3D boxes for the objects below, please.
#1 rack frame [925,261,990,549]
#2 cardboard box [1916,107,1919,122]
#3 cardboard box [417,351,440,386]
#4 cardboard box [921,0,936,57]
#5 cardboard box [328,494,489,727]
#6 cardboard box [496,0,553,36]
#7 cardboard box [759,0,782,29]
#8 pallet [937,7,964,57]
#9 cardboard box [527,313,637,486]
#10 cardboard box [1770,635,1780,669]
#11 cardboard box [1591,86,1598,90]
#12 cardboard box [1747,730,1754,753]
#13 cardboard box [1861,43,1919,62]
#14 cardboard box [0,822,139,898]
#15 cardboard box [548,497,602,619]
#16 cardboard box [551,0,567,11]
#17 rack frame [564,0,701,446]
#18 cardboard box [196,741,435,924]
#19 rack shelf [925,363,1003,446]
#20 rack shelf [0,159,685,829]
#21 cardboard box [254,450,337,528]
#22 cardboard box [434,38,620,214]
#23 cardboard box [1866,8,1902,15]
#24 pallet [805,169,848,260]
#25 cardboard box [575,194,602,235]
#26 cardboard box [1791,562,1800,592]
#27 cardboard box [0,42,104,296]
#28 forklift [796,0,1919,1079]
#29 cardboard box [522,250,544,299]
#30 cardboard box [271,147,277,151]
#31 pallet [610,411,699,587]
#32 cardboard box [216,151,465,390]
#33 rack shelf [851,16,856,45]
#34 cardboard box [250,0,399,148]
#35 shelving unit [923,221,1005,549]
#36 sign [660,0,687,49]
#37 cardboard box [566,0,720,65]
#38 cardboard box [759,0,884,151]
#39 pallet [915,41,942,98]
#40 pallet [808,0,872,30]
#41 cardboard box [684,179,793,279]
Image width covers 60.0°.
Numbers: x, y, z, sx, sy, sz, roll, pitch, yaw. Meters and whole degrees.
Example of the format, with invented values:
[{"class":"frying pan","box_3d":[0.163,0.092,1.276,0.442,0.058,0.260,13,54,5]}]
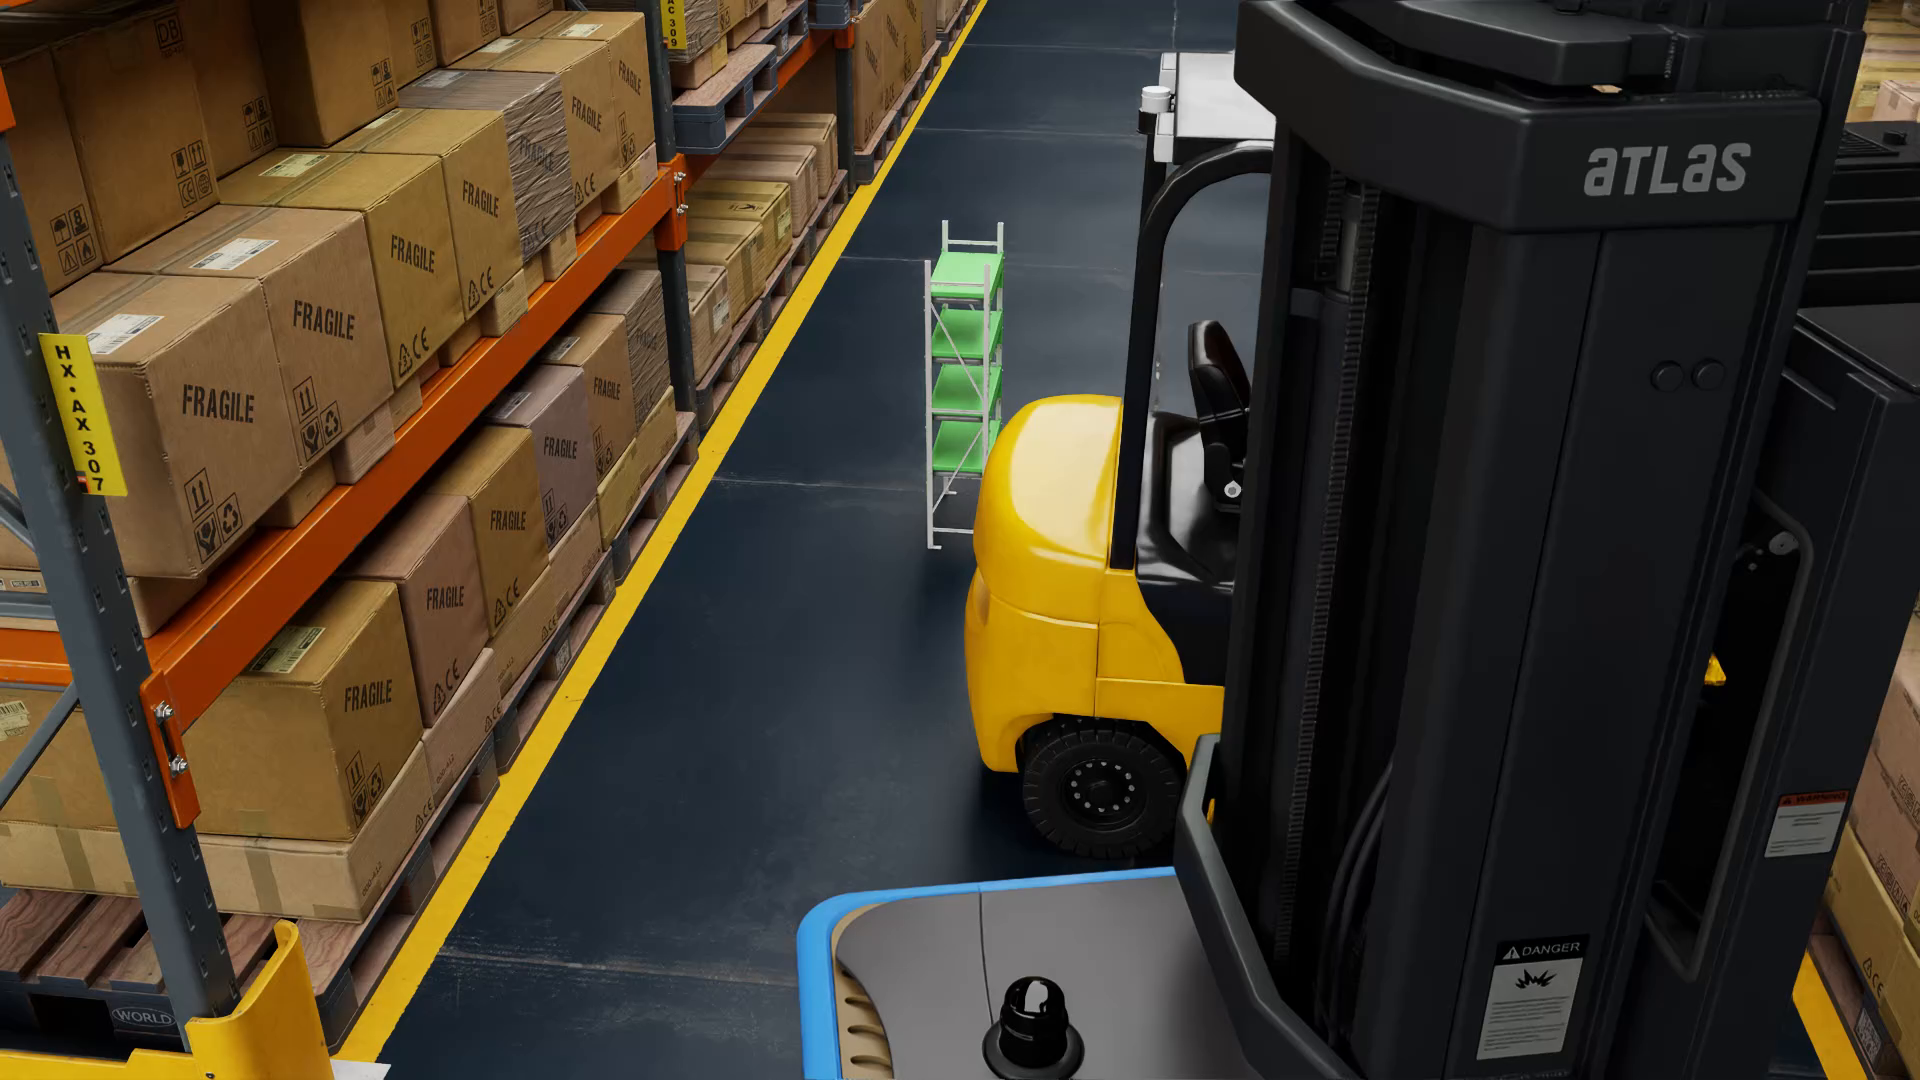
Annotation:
[{"class":"rack frame","box_3d":[-0.010,-0.491,6.397,0.240,1.200,0.015,3,28,6]},{"class":"cardboard box","box_3d":[2.815,-1.075,4.480,0.380,0.149,0.250,3,29,6]},{"class":"cardboard box","box_3d":[-1.751,-0.526,4.829,0.380,0.149,0.250,4,29,8]},{"class":"cardboard box","box_3d":[-0.702,-4.482,13.705,0.875,0.875,0.875,4,29,8]},{"class":"cardboard box","box_3d":[-1.740,0.194,4.894,0.500,0.500,0.500,2,28,4]},{"class":"cardboard box","box_3d":[-1.955,-2.184,6.168,0.700,0.500,0.500,3,28,6]},{"class":"cardboard box","box_3d":[-1.117,-2.692,8.406,0.380,0.149,0.250,4,29,8]},{"class":"pallet","box_3d":[-0.535,-4.655,15.168,1.003,0.211,1.213,3,28,6]},{"class":"cardboard box","box_3d":[-1.552,-0.534,6.245,0.500,0.500,0.500,4,29,7]},{"class":"cardboard box","box_3d":[2.680,0.249,5.054,0.500,0.250,0.500,3,28,6]},{"class":"cardboard box","box_3d":[3.190,-2.132,7.703,0.500,0.250,0.500,4,29,7]},{"class":"cardboard box","box_3d":[2.677,0.478,5.157,0.500,0.250,0.500,4,29,8]},{"class":"cardboard box","box_3d":[2.809,-1.440,5.158,0.380,0.149,0.250,4,29,7]},{"class":"cardboard box","box_3d":[-2.341,0.737,4.675,0.500,0.250,0.500,3,28,6]},{"class":"cardboard box","box_3d":[-1.614,0.046,5.958,0.500,0.250,0.500,4,29,7]},{"class":"cardboard box","box_3d":[-1.857,-2.354,7.095,0.500,0.500,0.500,3,28,5]},{"class":"rack frame","box_3d":[-1.686,-1.764,6.861,1.000,3.000,0.127,3,28,6]},{"class":"cardboard box","box_3d":[-1.803,0.781,4.593,0.500,0.250,0.500,3,28,6]},{"class":"rack shelf","box_3d":[0.020,-0.550,6.640,0.258,0.148,0.480,3,28,6]},{"class":"rack shelf","box_3d":[-1.931,-0.505,5.284,1.077,0.370,4.000,3,28,6]},{"class":"cardboard box","box_3d":[-1.799,-0.158,4.145,0.380,0.149,0.250,2,28,5]},{"class":"cardboard box","box_3d":[-1.550,-1.472,5.901,0.500,0.500,0.500,4,29,8]},{"class":"cardboard box","box_3d":[3.497,-1.959,6.435,0.380,0.149,0.250,3,28,5]},{"class":"pallet","box_3d":[-1.293,-2.051,10.335,1.003,0.211,1.213,3,28,6]},{"class":"cardboard box","box_3d":[-1.556,-1.248,6.169,0.380,0.149,0.250,3,29,6]},{"class":"cardboard box","box_3d":[2.676,0.040,4.916,0.500,0.250,0.500,3,28,5]},{"class":"cardboard box","box_3d":[-2.330,-0.749,3.504,0.700,0.500,0.500,3,28,5]},{"class":"forklift","box_3d":[1.231,0.479,2.771,3.031,2.935,1.130,-3,29,-6]},{"class":"cardboard box","box_3d":[-1.605,-0.887,5.498,0.380,0.149,0.250,3,28,5]},{"class":"cardboard box","box_3d":[-2.171,-1.035,5.090,0.500,0.500,0.500,4,29,7]},{"class":"pallet","box_3d":[-1.733,-0.218,6.932,1.003,0.211,1.213,3,28,6]},{"class":"cardboard box","box_3d":[-1.721,-0.746,4.554,0.500,0.500,0.500,3,28,5]},{"class":"rack shelf","box_3d":[-0.951,-4.271,12.274,1.077,0.370,4.000,3,28,6]},{"class":"cardboard box","box_3d":[-2.101,-1.460,4.823,0.700,0.500,0.500,3,28,6]},{"class":"shelving unit","box_3d":[0.020,-0.606,6.610,0.258,1.200,0.503,3,28,6]},{"class":"sign","box_3d":[-1.146,-2.117,6.604,0.100,0.325,0.005,3,28,6]},{"class":"cardboard box","box_3d":[-1.344,-2.327,7.046,0.500,0.500,0.500,4,29,7]},{"class":"cardboard box","box_3d":[-1.029,-3.216,11.355,0.875,0.875,0.875,3,28,6]},{"class":"pallet","box_3d":[-0.725,-3.934,13.830,1.003,0.211,1.213,3,28,6]},{"class":"pallet","box_3d":[-1.177,-3.220,9.767,1.213,0.211,1.003,3,28,6]},{"class":"cardboard box","box_3d":[-1.456,-1.705,9.079,0.950,0.372,0.625,4,29,8]}]
